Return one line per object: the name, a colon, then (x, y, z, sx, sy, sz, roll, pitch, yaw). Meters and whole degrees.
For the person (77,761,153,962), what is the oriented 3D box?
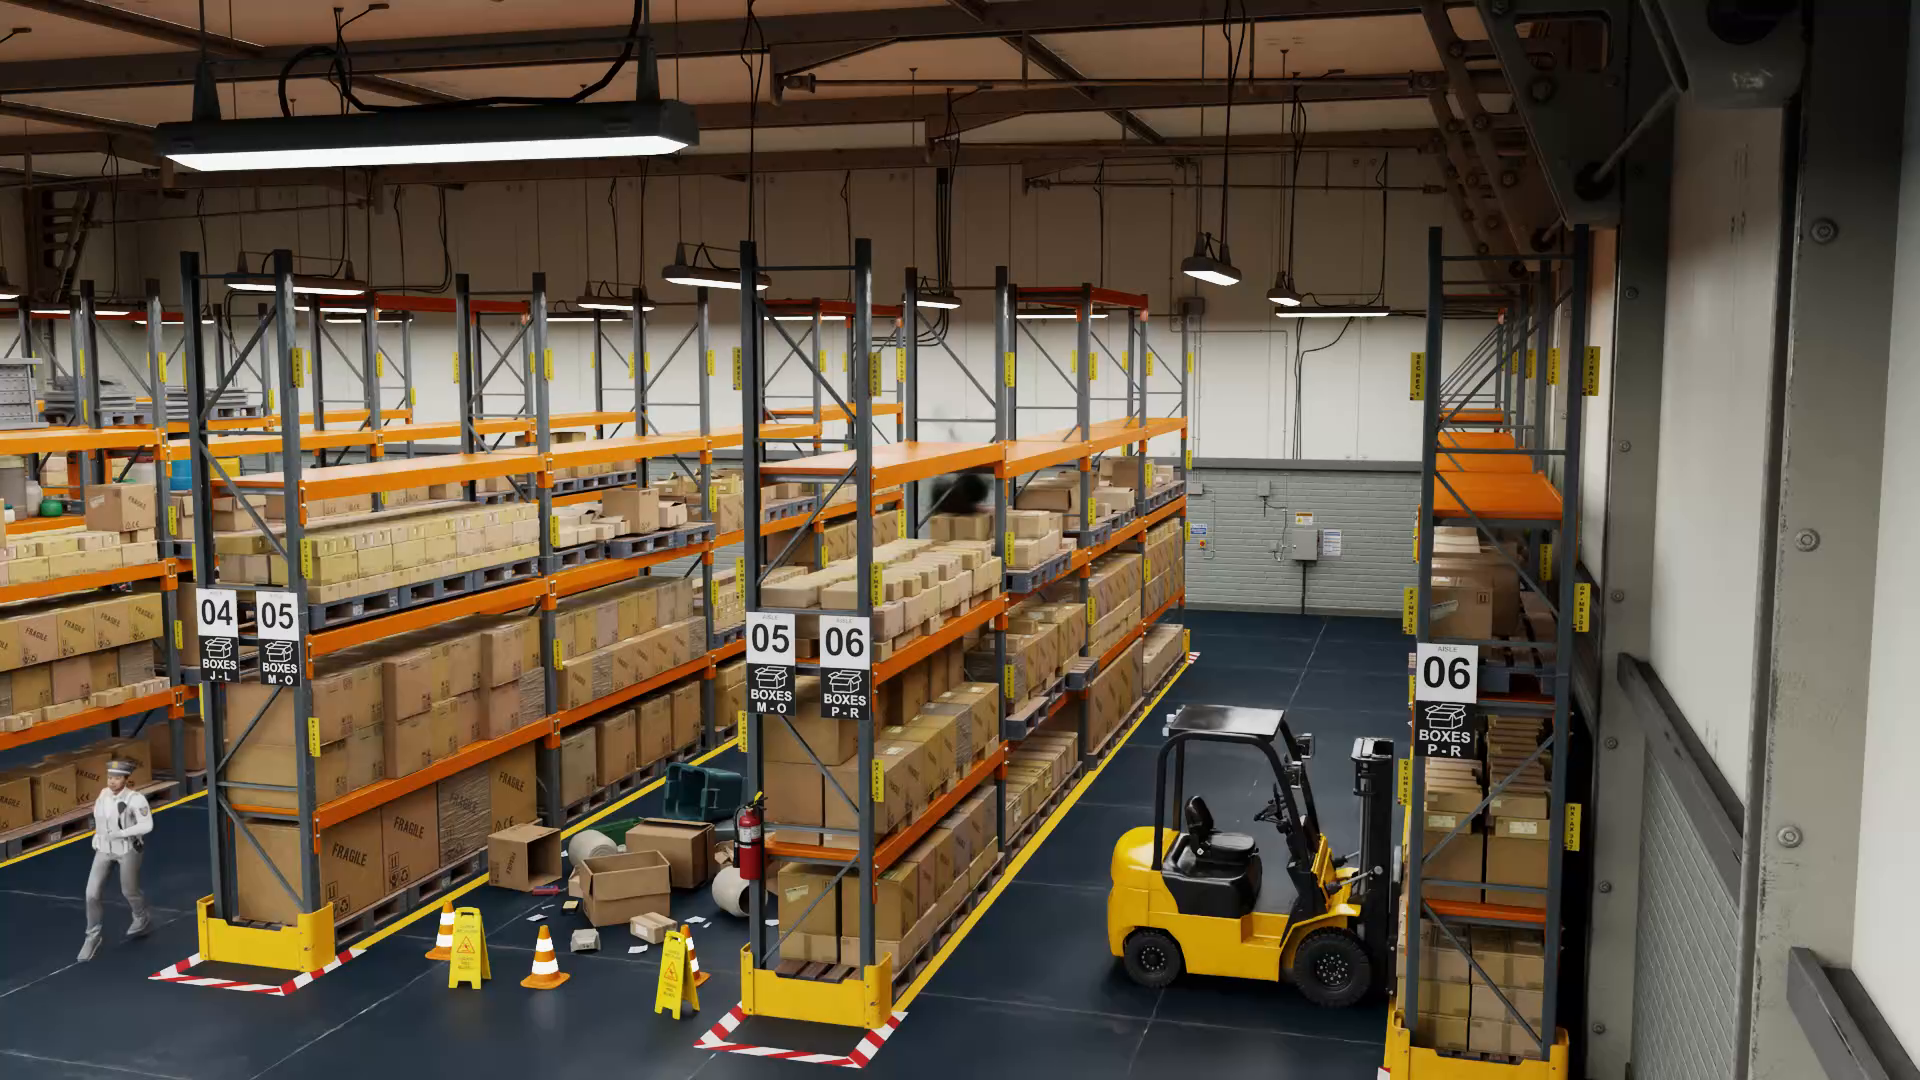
person: (-7.272, 2.733, 14.470, 0.621, 1.732, 0.769, 0, 6, 3)
